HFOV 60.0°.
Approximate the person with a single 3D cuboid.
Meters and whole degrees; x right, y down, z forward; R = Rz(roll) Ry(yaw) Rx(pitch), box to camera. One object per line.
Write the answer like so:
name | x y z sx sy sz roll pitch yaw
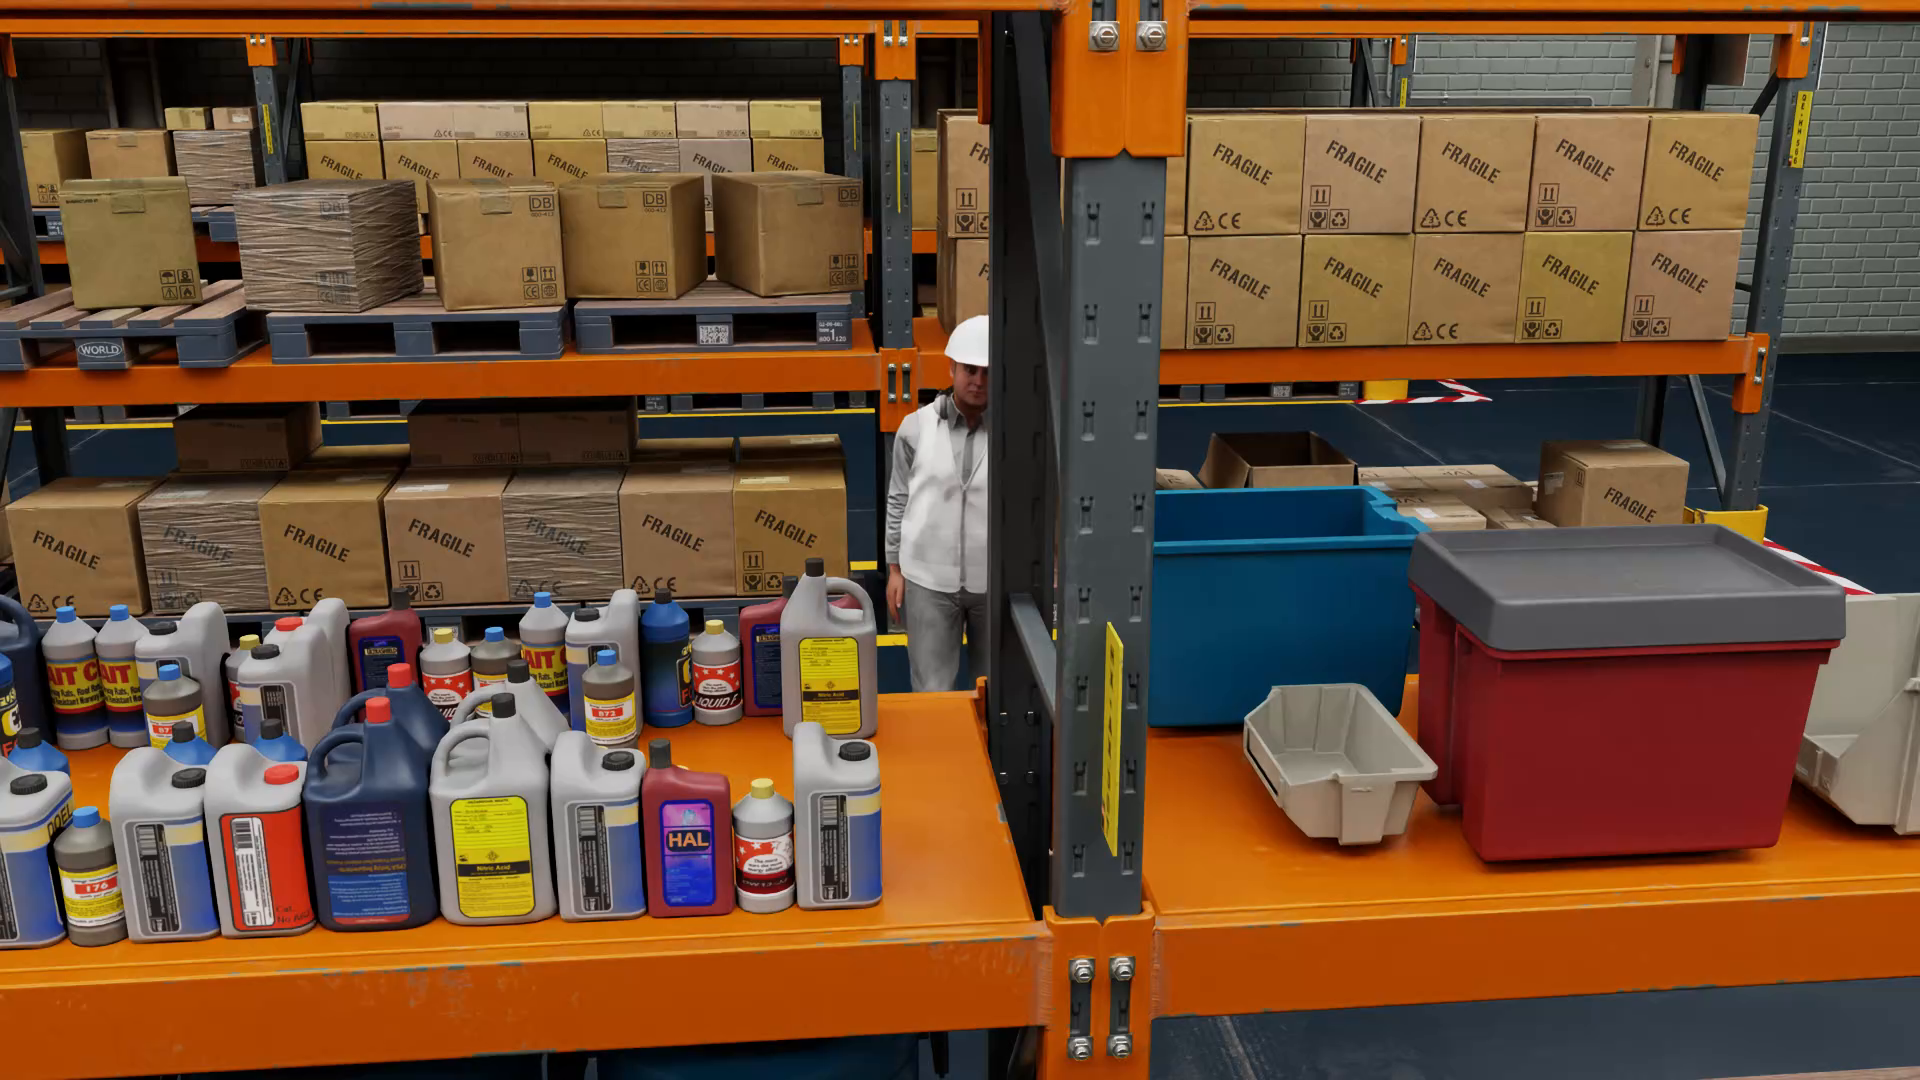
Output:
person | 0.023 0.210 5.609 0.446 1.470 0.595 1 17 3
